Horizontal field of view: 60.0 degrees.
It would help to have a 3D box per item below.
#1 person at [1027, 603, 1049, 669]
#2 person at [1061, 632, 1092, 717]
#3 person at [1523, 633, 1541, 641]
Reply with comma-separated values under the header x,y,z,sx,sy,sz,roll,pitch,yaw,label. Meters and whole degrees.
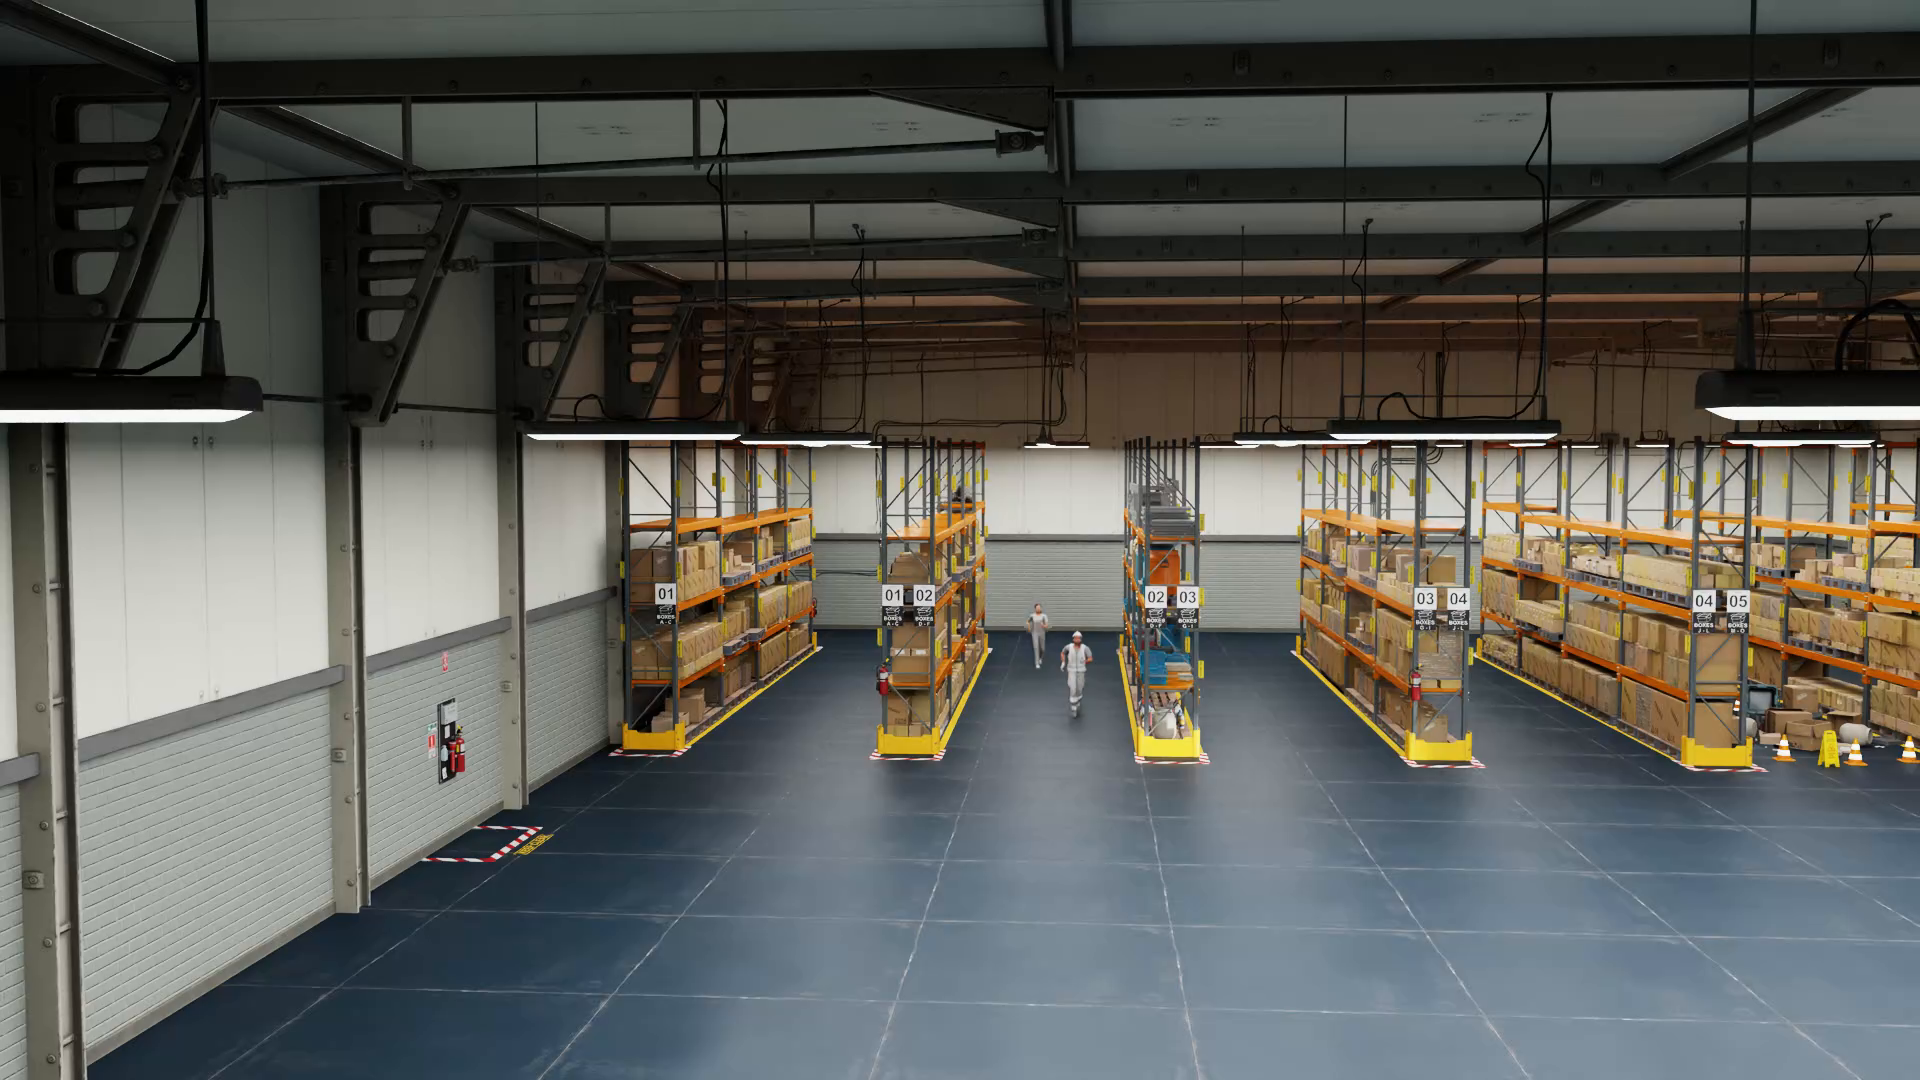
x,y,z,sx,sy,sz,roll,pitch,yaw,label
2.012,2.456,42.880,0.575,1.645,0.918,0,3,-1,person
2.527,2.876,35.984,0.677,1.798,0.901,0,3,-2,person
16.131,2.345,47.025,0.713,1.722,0.773,-2,4,-33,person
